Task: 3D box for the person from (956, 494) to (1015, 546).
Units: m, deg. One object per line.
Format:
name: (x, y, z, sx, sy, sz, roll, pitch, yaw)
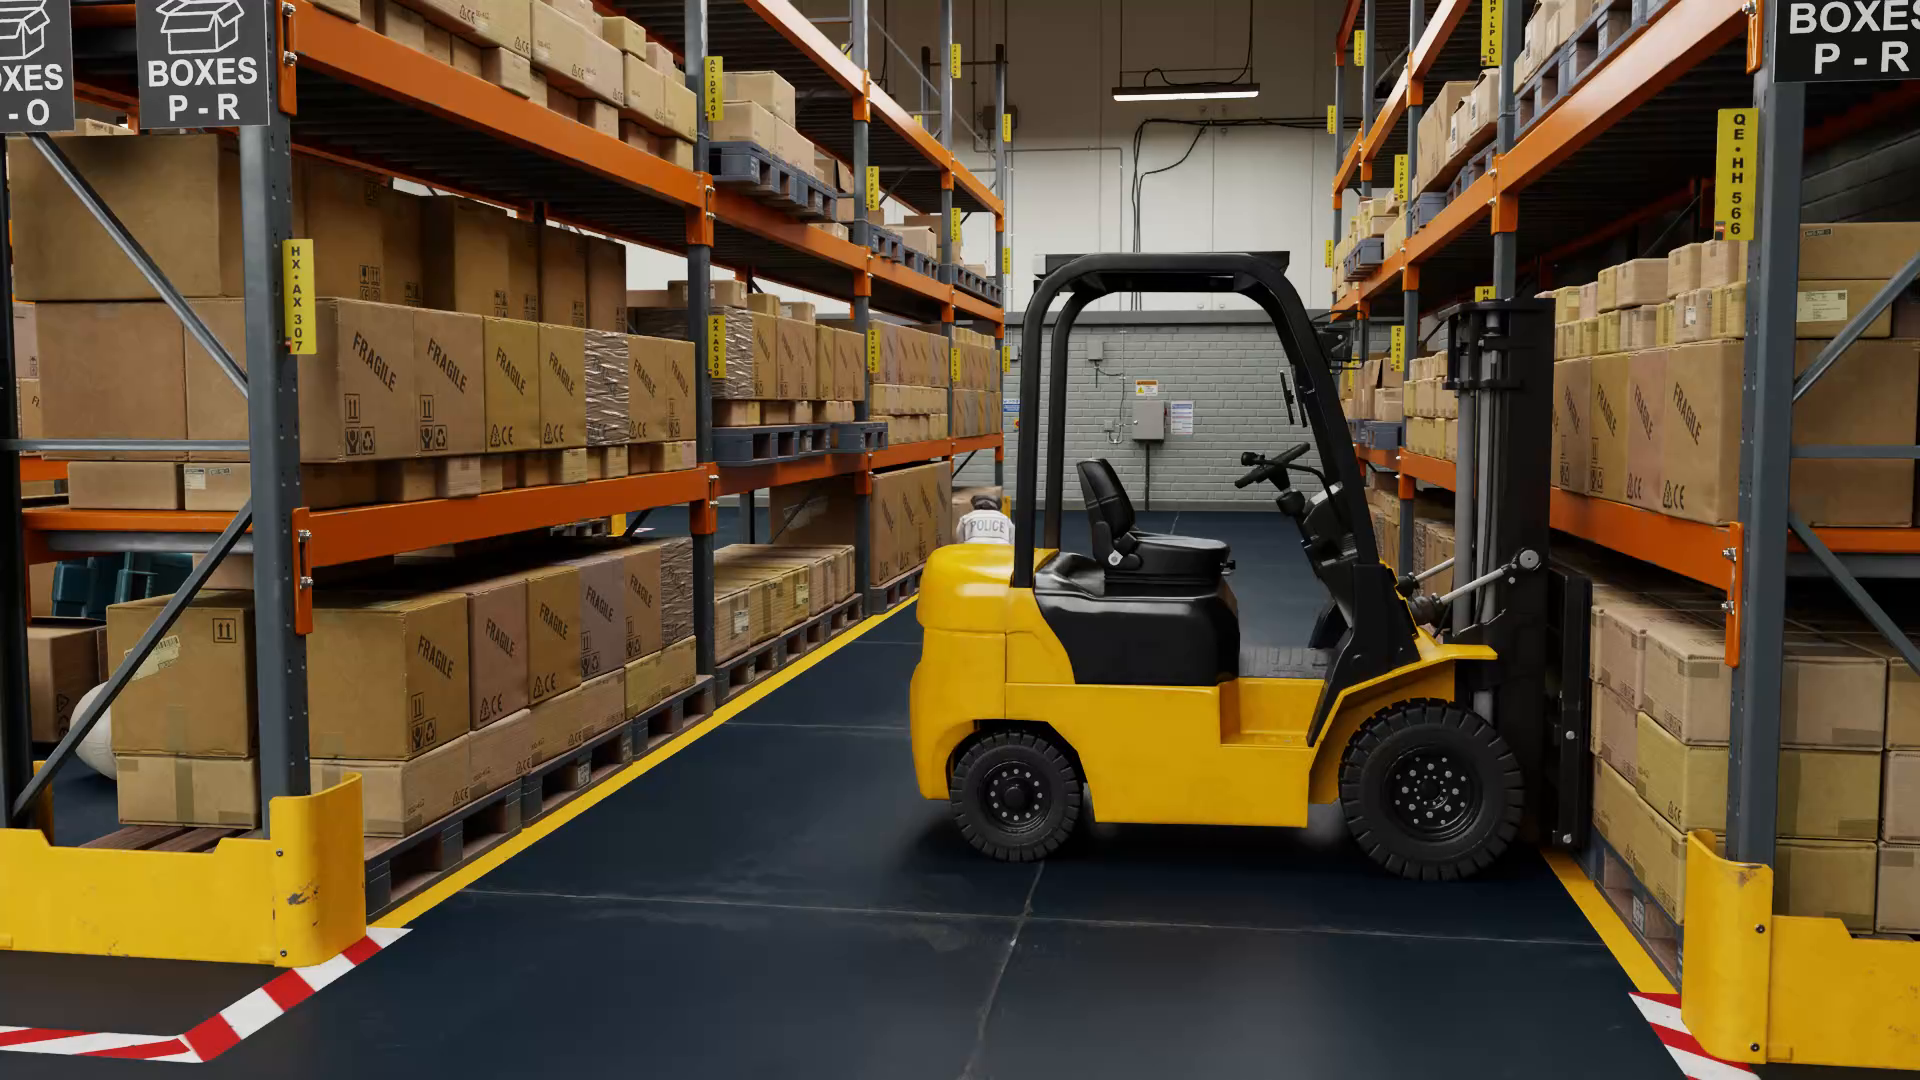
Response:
person: (0.196, 0.165, 12.177, 0.482, 0.978, 0.832, 1, 5, 8)
